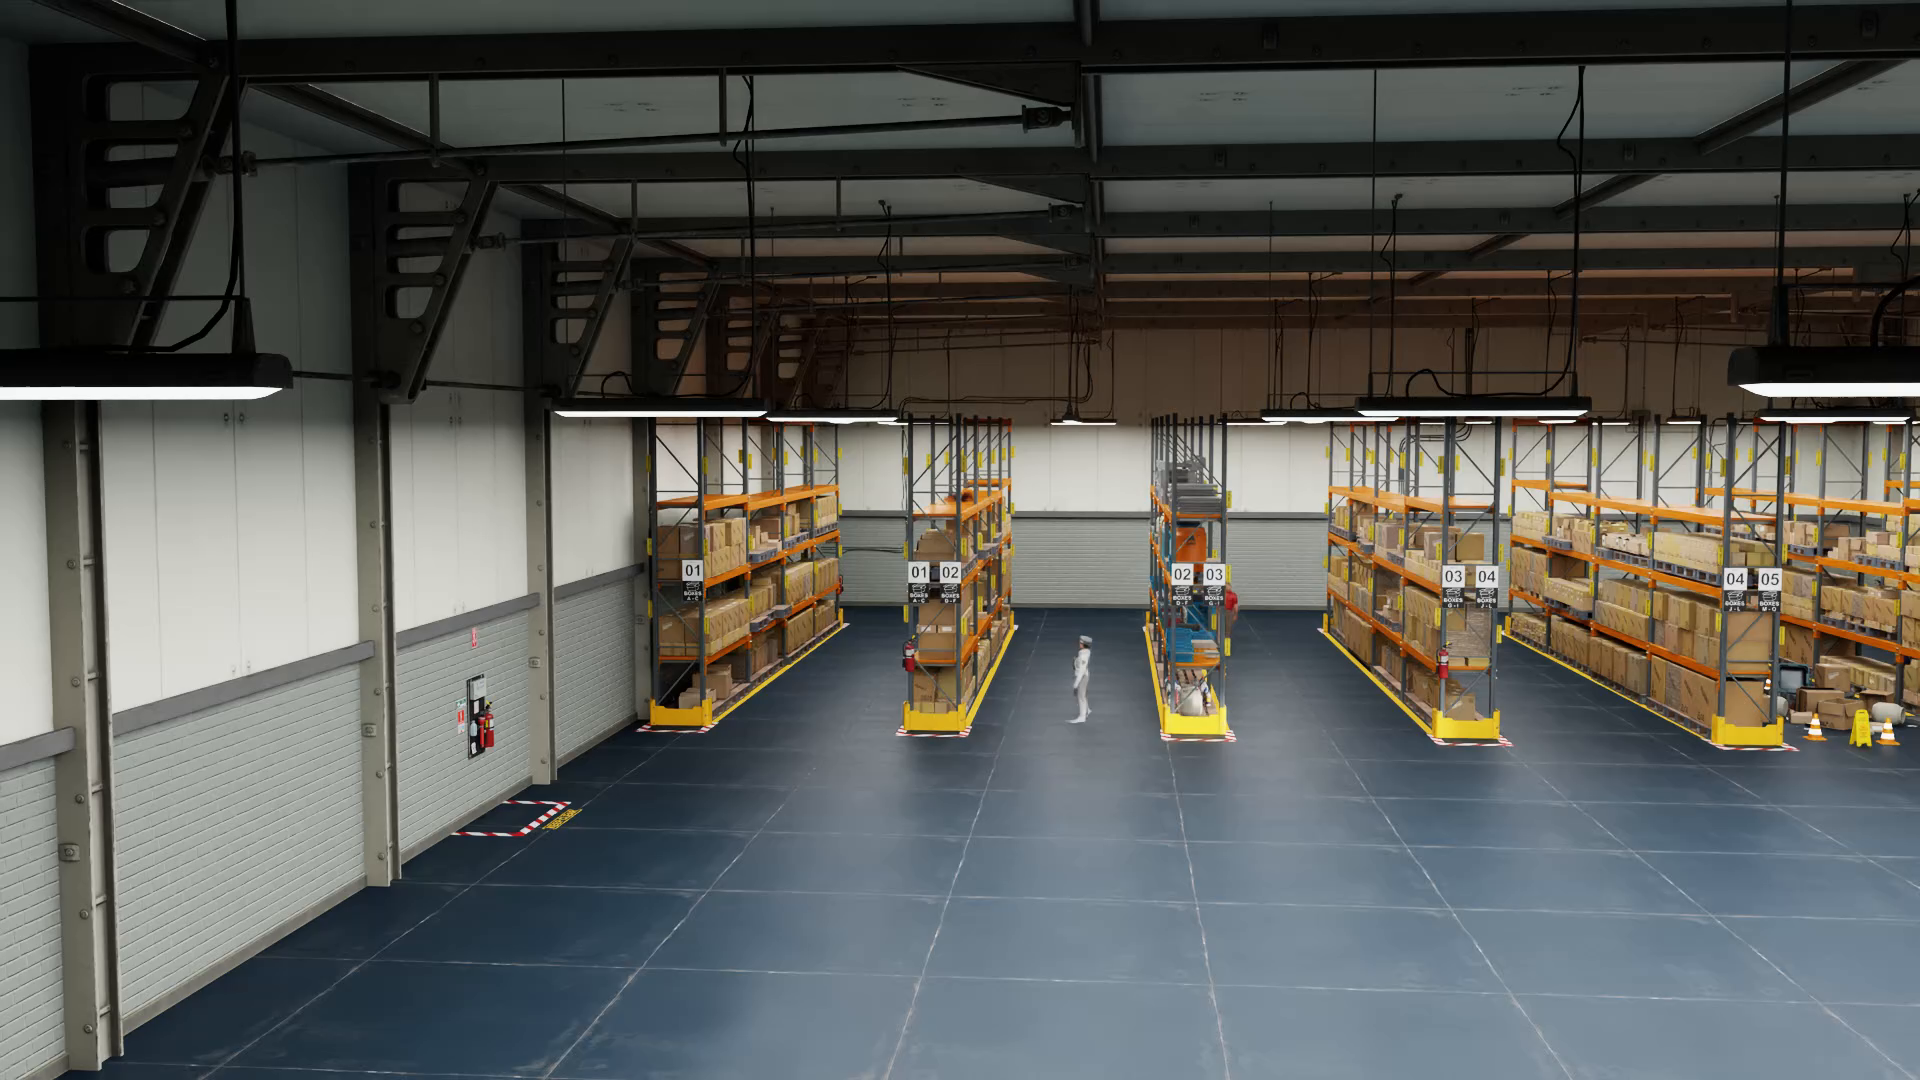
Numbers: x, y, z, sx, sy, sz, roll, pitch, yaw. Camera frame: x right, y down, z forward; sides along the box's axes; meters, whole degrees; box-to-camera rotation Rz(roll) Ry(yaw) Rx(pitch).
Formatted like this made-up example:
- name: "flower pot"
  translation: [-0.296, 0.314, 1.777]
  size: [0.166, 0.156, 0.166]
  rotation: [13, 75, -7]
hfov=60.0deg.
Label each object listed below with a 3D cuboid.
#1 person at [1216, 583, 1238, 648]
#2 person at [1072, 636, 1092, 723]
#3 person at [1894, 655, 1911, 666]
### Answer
- name: "person"
  translation: [6.949, 1.959, 43.350]
  size: [0.572, 1.714, 0.622]
  rotation: [1, 4, 11]
- name: "person"
  translation: [2.366, 2.693, 32.443]
  size: [0.440, 1.687, 0.567]
  rotation: [0, 4, -5]
- name: "person"
  translation: [22.732, 2.216, 40.057]
  size: [0.419, 1.661, 0.514]
  rotation: [2, 4, 31]
